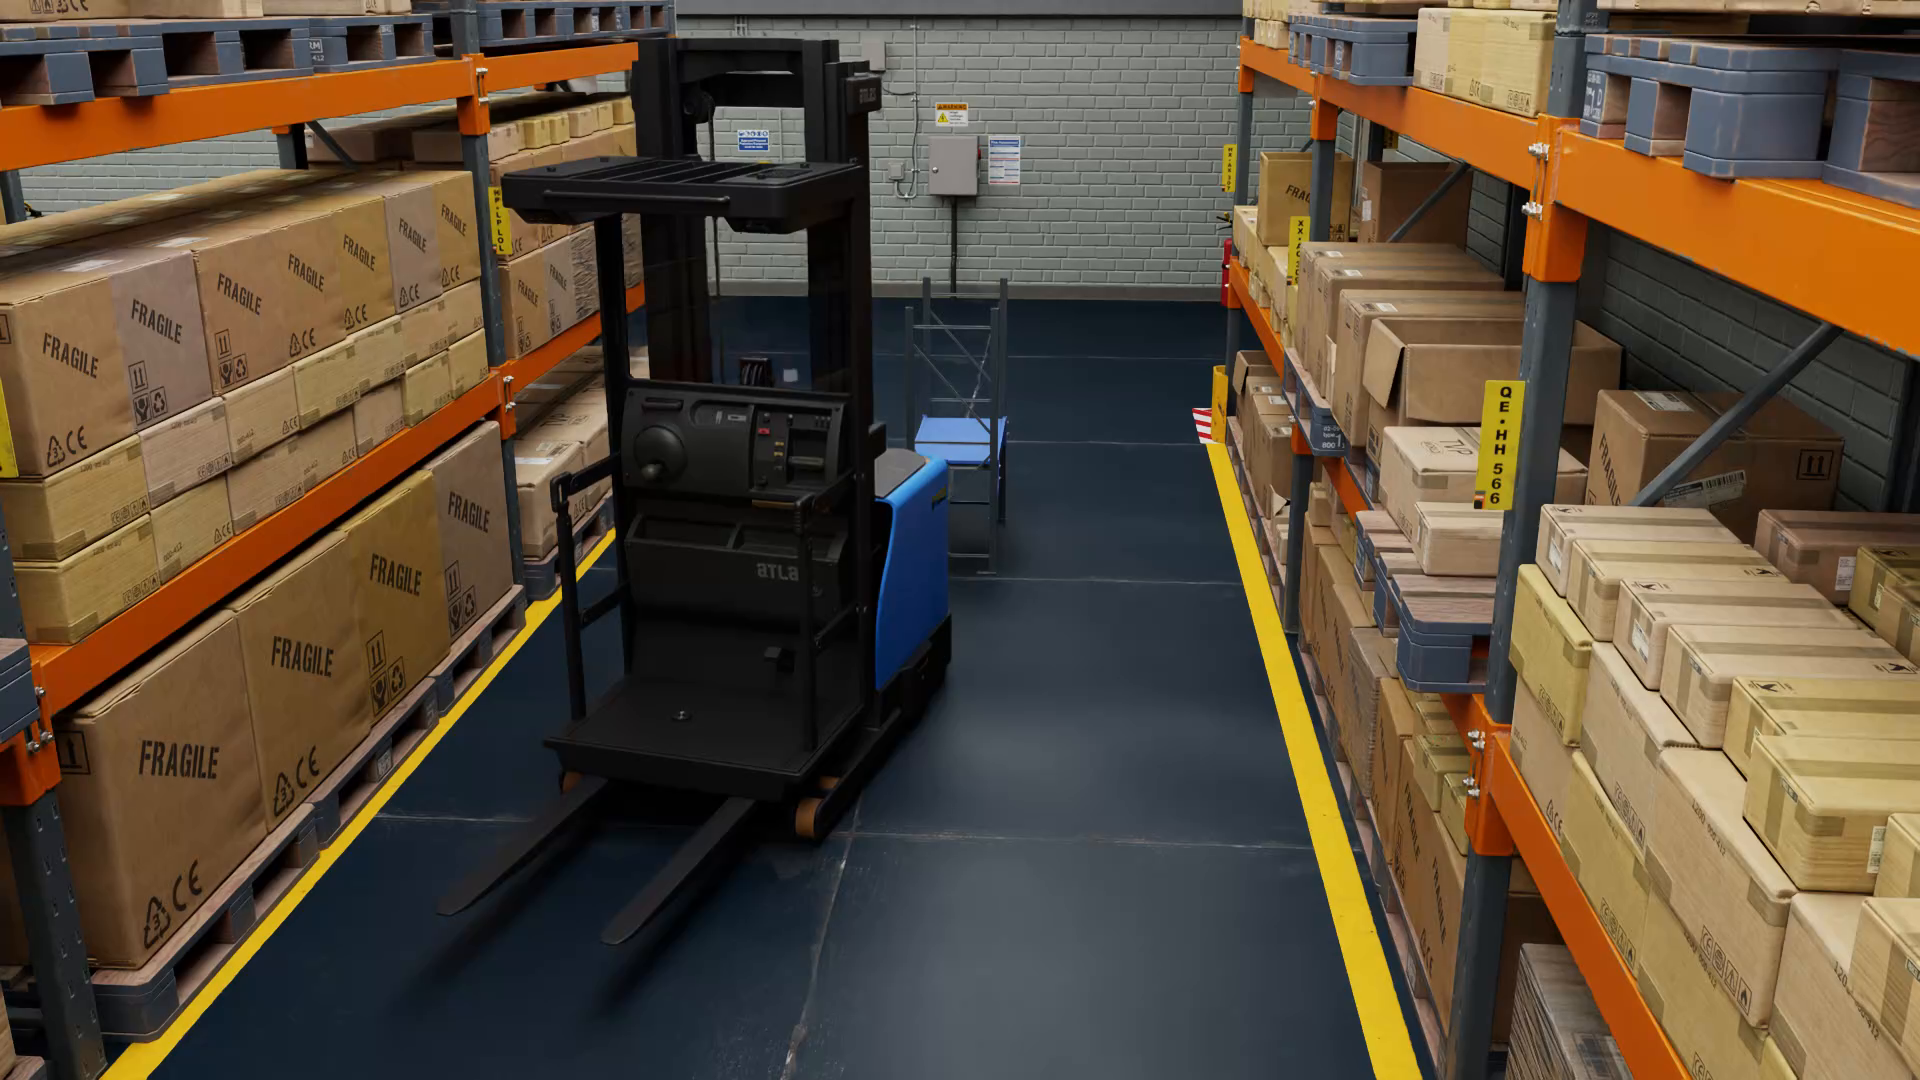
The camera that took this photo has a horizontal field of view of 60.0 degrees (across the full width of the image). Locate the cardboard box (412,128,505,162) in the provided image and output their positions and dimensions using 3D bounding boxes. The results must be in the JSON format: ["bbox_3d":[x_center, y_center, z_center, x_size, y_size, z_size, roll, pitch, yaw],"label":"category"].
[{"bbox_3d":[-2.516,-1.984,8.351,0.380,0.149,0.250,1,18,3],"label":"cardboard box"}]

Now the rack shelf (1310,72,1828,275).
[{"bbox_3d":[2.010,-1.413,5.756,1.077,0.370,4.000,1,18,4],"label":"rack shelf"}]

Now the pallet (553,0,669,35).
[{"bbox_3d":[-2.554,-3.455,10.976,1.003,0.211,1.213,1,18,4],"label":"pallet"}]

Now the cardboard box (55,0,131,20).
[{"bbox_3d":[-3.248,-2.044,5.693,0.500,0.500,0.500,1,18,4],"label":"cardboard box"}]

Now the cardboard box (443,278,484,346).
[{"bbox_3d":[-2.587,-1.084,7.853,0.500,0.250,0.500,1,18,4],"label":"cardboard box"}]

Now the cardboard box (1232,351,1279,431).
[{"bbox_3d":[2.302,-1.018,11.549,0.797,0.503,0.637,1,18,2],"label":"cardboard box"}]

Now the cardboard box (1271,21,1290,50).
[{"bbox_3d":[1.965,-2.854,9.401,0.380,0.149,0.250,2,18,5],"label":"cardboard box"}]

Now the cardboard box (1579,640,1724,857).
[{"bbox_3d":[1.554,0.413,3.283,0.500,0.250,0.500,2,18,6],"label":"cardboard box"}]

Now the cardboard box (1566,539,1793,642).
[{"bbox_3d":[1.532,0.111,3.564,0.380,0.149,0.250,2,18,5],"label":"cardboard box"}]

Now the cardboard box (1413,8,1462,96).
[{"bbox_3d":[1.732,-1.539,5.226,0.500,0.250,0.500,1,18,4],"label":"cardboard box"}]

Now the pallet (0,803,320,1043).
[{"bbox_3d":[-2.953,1.264,5.727,1.003,0.211,1.213,1,18,4],"label":"pallet"}]

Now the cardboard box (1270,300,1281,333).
[{"bbox_3d":[1.952,-1.259,9.353,0.380,0.149,0.250,1,18,3],"label":"cardboard box"}]

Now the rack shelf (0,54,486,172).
[{"bbox_3d":[-2.941,-1.523,6.091,1.077,0.370,4.000,1,18,4],"label":"rack shelf"}]

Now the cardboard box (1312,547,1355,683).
[{"bbox_3d":[1.866,0.348,7.382,0.500,0.500,0.500,1,18,3],"label":"cardboard box"}]

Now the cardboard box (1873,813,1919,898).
[{"bbox_3d":[1.546,0.512,2.340,0.380,0.149,0.250,1,18,4],"label":"cardboard box"}]

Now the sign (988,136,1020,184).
[{"bbox_3d":[0.462,-3.970,17.375,0.329,0.494,0.001,1,18,4],"label":"sign"}]

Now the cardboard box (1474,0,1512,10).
[{"bbox_3d":[1.708,-1.607,4.793,0.380,0.149,0.250,1,18,4],"label":"cardboard box"}]

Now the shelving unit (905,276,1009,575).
[{"bbox_3d":[-0.006,-0.686,9.609,0.538,1.500,1.048,1,18,4],"label":"shelving unit"}]

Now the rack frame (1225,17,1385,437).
[{"bbox_3d":[2.440,-2.193,11.799,1.000,3.000,0.127,1,18,4],"label":"rack frame"}]

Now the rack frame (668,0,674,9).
[{"bbox_3d":[-2.511,-5.154,11.199,1.000,3.000,0.127,1,18,4],"label":"rack frame"}]

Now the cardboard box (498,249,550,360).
[{"bbox_3d":[-2.503,-1.248,8.753,0.500,0.500,0.500,2,18,6],"label":"cardboard box"}]

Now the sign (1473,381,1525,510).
[{"bbox_3d":[1.325,-0.230,4.076,0.100,0.325,0.005,1,18,4],"label":"sign"}]

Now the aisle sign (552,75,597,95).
[{"bbox_3d":[-2.795,-3.567,11.816,0.394,0.787,0.004,1,18,4],"label":"aisle sign"}]

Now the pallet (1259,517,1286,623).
[{"bbox_3d":[2.203,0.161,9.092,1.003,0.211,1.213,1,18,4],"label":"pallet"}]

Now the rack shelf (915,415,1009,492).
[{"bbox_3d":[-0.006,-0.515,9.665,0.538,0.185,1.000,1,18,4],"label":"rack shelf"}]

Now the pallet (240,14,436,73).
[{"bbox_3d":[-2.815,-2.109,7.032,0.805,0.209,1.217,1,18,2],"label":"pallet"}]

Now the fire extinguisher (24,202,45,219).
[{"bbox_3d":[-6.977,-2.236,12.652,0.296,0.674,0.183,1,18,4],"label":"fire extinguisher"}]

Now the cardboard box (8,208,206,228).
[{"bbox_3d":[-3.194,-0.978,6.323,0.500,0.500,0.500,1,18,3],"label":"cardboard box"}]

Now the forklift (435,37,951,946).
[{"bbox_3d":[-0.963,-0.376,6.363,1.130,2.935,3.031,5,19,16],"label":"forklift"}]

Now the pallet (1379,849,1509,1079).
[{"bbox_3d":[1.958,1.386,5.355,1.003,0.211,1.213,1,18,4],"label":"pallet"}]

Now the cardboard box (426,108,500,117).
[{"bbox_3d":[-2.936,-2.466,9.825,0.380,0.149,0.250,1,18,4],"label":"cardboard box"}]

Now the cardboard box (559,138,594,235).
[{"bbox_3d":[-2.432,-2.041,9.569,0.500,0.500,0.500,2,18,5],"label":"cardboard box"}]

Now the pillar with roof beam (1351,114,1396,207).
[{"bbox_3d":[-0.762,-5.957,13.652,9.100,9.000,0.400,1,18,4],"label":"pillar with roof beam"}]

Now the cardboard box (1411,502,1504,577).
[{"bbox_3d":[1.531,-0.001,4.838,0.380,0.149,0.250,2,18,5],"label":"cardboard box"}]

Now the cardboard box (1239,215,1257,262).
[{"bbox_3d":[2.103,-1.972,10.886,0.500,0.250,0.500,1,18,5],"label":"cardboard box"}]

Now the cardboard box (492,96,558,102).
[{"bbox_3d":[-2.894,-2.868,11.051,0.380,0.149,0.250,2,18,6],"label":"cardboard box"}]

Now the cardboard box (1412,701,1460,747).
[{"bbox_3d":[1.701,0.646,5.431,0.380,0.149,0.250,1,18,2],"label":"cardboard box"}]

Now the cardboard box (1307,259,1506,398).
[{"bbox_3d":[1.858,-0.892,6.992,0.700,0.500,0.500,1,18,5],"label":"cardboard box"}]

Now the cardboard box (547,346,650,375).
[{"bbox_3d":[-2.459,-1.077,11.834,0.875,0.438,0.875,1,18,2],"label":"cardboard box"}]

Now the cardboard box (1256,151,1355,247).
[{"bbox_3d":[2.032,-2.019,9.825,0.500,0.500,0.500,2,18,5],"label":"cardboard box"}]

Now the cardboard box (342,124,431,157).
[{"bbox_3d":[-2.966,-2.073,8.626,0.380,0.149,0.250,2,18,5],"label":"cardboard box"}]

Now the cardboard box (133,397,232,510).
[{"bbox_3d":[-2.764,-0.297,5.449,0.500,0.250,0.500,2,18,5],"label":"cardboard box"}]

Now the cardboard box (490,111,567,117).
[{"bbox_3d":[-2.475,-2.381,9.565,0.380,0.149,0.250,1,18,4],"label":"cardboard box"}]

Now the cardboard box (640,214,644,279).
[{"bbox_3d":[-2.333,-2.039,11.168,0.500,0.500,0.500,1,18,3],"label":"cardboard box"}]

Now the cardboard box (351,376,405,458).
[{"bbox_3d":[-2.672,-0.530,6.963,0.500,0.250,0.500,1,18,2],"label":"cardboard box"}]

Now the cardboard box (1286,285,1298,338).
[{"bbox_3d":[1.946,-1.184,8.484,0.500,0.250,0.500,2,18,5],"label":"cardboard box"}]

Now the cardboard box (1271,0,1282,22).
[{"bbox_3d":[2.057,-3.079,9.447,0.500,0.250,0.500,1,18,3],"label":"cardboard box"}]

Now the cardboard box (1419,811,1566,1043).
[{"bbox_3d":[1.682,1.144,4.955,0.500,0.500,0.500,2,18,6],"label":"cardboard box"}]

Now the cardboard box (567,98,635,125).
[{"bbox_3d":[-2.325,-2.779,10.778,0.380,0.149,0.250,2,18,5],"label":"cardboard box"}]

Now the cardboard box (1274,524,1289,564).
[{"bbox_3d":[1.900,0.025,8.934,0.380,0.149,0.250,1,18,2],"label":"cardboard box"}]

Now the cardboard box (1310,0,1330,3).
[{"bbox_3d":[1.682,-2.340,6.999,0.380,0.149,0.250,1,18,5],"label":"cardboard box"}]

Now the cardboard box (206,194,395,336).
[{"bbox_3d":[-2.665,-1.121,6.760,0.500,0.500,0.500,2,18,6],"label":"cardboard box"}]

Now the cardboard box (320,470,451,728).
[{"bbox_3d":[-2.820,0.225,7.157,0.875,0.875,0.875,2,18,6],"label":"cardboard box"}]

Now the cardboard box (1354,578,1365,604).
[{"bbox_3d":[1.851,0.165,6.901,0.380,0.149,0.250,1,18,4],"label":"cardboard box"}]

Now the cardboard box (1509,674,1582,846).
[{"bbox_3d":[1.591,0.495,3.835,0.500,0.250,0.500,1,18,4],"label":"cardboard box"}]
